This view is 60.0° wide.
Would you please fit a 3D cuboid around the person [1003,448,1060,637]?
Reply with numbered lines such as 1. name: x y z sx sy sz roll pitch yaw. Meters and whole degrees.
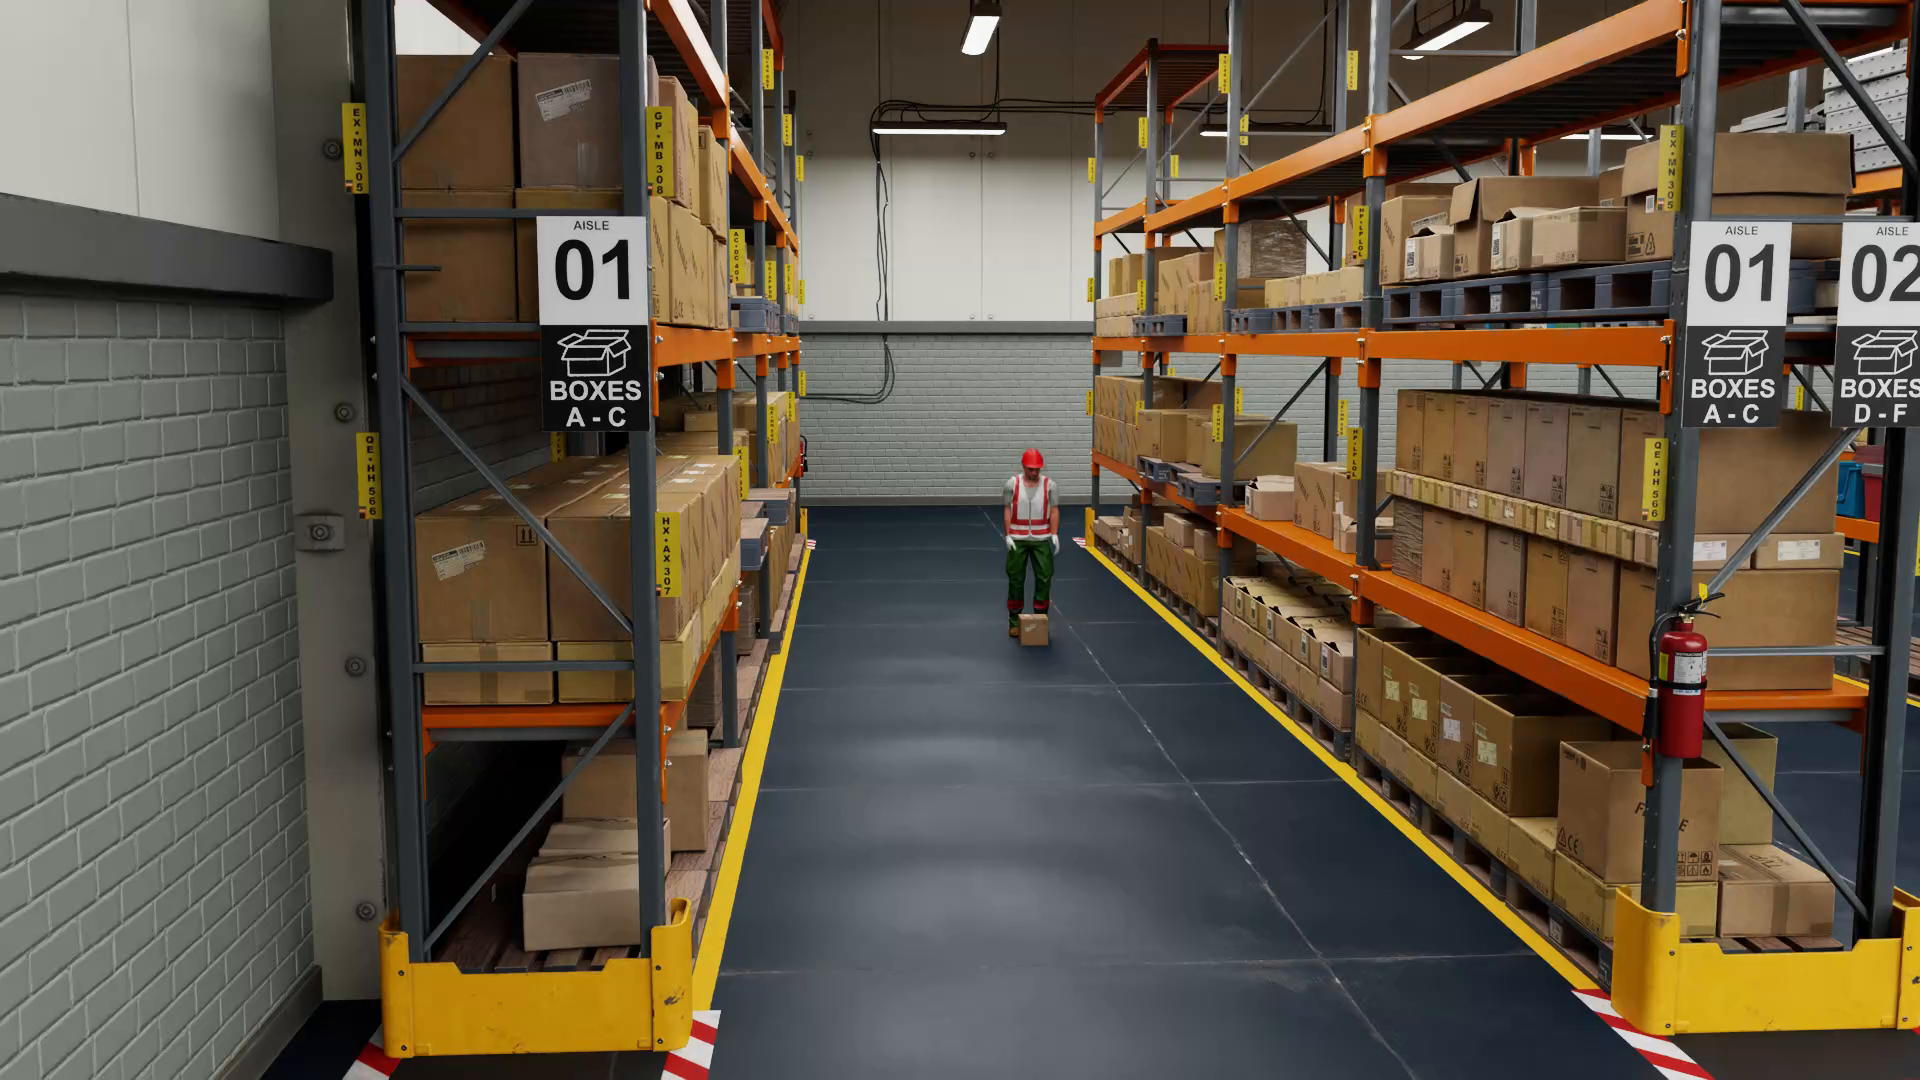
1. person: 0.669 0.019 15.566 0.533 1.767 0.388 0 7 -3
